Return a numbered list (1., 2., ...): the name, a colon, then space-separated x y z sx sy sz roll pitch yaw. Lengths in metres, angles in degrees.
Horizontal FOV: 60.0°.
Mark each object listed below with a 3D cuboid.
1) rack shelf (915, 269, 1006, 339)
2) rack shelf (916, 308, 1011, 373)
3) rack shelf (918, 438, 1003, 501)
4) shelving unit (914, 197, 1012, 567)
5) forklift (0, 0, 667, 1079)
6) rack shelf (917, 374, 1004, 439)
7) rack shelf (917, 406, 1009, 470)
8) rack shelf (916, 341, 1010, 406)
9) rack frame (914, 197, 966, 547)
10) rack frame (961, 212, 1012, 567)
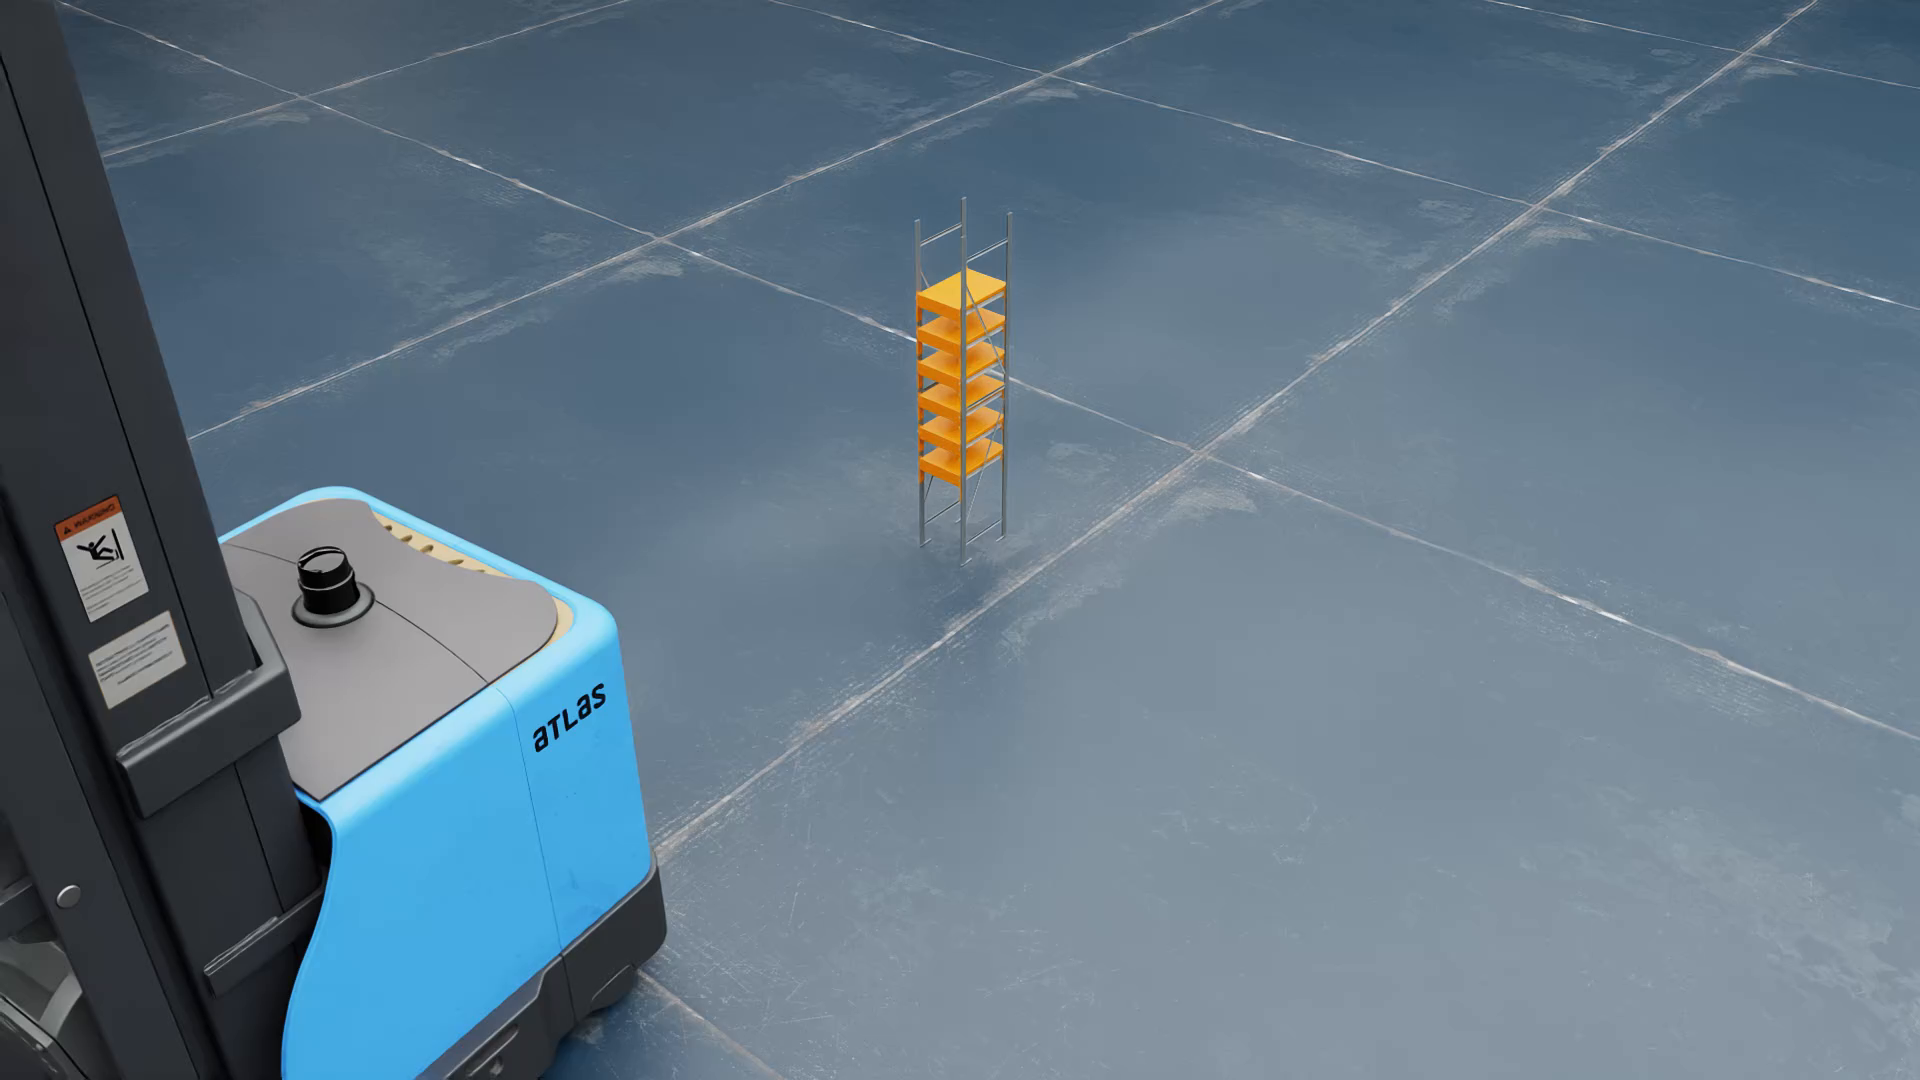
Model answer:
1. rack shelf: 0.011 -0.749 5.224 0.180 0.103 0.258 25 42 32
2. rack shelf: 0.011 -0.651 5.292 0.180 0.103 0.258 25 42 32
3. rack shelf: 0.011 -0.255 5.564 0.180 0.103 0.258 25 42 32
4. shelving unit: 0.011 -0.489 5.403 0.189 1.200 0.258 25 42 32
5. forklift: -1.987 0.363 2.632 1.130 2.935 3.031 21 40 28
6. rack shelf: 0.011 -0.453 5.428 0.180 0.103 0.258 25 42 32
7. rack shelf: 0.011 -0.354 5.496 0.180 0.103 0.258 25 42 32
8. rack shelf: 0.011 -0.552 5.360 0.180 0.103 0.258 25 42 32
9. rack frame: -0.059 -0.523 5.451 0.006 1.200 0.240 25 42 32
10. rack frame: 0.081 -0.456 5.354 0.006 1.200 0.240 25 42 32
